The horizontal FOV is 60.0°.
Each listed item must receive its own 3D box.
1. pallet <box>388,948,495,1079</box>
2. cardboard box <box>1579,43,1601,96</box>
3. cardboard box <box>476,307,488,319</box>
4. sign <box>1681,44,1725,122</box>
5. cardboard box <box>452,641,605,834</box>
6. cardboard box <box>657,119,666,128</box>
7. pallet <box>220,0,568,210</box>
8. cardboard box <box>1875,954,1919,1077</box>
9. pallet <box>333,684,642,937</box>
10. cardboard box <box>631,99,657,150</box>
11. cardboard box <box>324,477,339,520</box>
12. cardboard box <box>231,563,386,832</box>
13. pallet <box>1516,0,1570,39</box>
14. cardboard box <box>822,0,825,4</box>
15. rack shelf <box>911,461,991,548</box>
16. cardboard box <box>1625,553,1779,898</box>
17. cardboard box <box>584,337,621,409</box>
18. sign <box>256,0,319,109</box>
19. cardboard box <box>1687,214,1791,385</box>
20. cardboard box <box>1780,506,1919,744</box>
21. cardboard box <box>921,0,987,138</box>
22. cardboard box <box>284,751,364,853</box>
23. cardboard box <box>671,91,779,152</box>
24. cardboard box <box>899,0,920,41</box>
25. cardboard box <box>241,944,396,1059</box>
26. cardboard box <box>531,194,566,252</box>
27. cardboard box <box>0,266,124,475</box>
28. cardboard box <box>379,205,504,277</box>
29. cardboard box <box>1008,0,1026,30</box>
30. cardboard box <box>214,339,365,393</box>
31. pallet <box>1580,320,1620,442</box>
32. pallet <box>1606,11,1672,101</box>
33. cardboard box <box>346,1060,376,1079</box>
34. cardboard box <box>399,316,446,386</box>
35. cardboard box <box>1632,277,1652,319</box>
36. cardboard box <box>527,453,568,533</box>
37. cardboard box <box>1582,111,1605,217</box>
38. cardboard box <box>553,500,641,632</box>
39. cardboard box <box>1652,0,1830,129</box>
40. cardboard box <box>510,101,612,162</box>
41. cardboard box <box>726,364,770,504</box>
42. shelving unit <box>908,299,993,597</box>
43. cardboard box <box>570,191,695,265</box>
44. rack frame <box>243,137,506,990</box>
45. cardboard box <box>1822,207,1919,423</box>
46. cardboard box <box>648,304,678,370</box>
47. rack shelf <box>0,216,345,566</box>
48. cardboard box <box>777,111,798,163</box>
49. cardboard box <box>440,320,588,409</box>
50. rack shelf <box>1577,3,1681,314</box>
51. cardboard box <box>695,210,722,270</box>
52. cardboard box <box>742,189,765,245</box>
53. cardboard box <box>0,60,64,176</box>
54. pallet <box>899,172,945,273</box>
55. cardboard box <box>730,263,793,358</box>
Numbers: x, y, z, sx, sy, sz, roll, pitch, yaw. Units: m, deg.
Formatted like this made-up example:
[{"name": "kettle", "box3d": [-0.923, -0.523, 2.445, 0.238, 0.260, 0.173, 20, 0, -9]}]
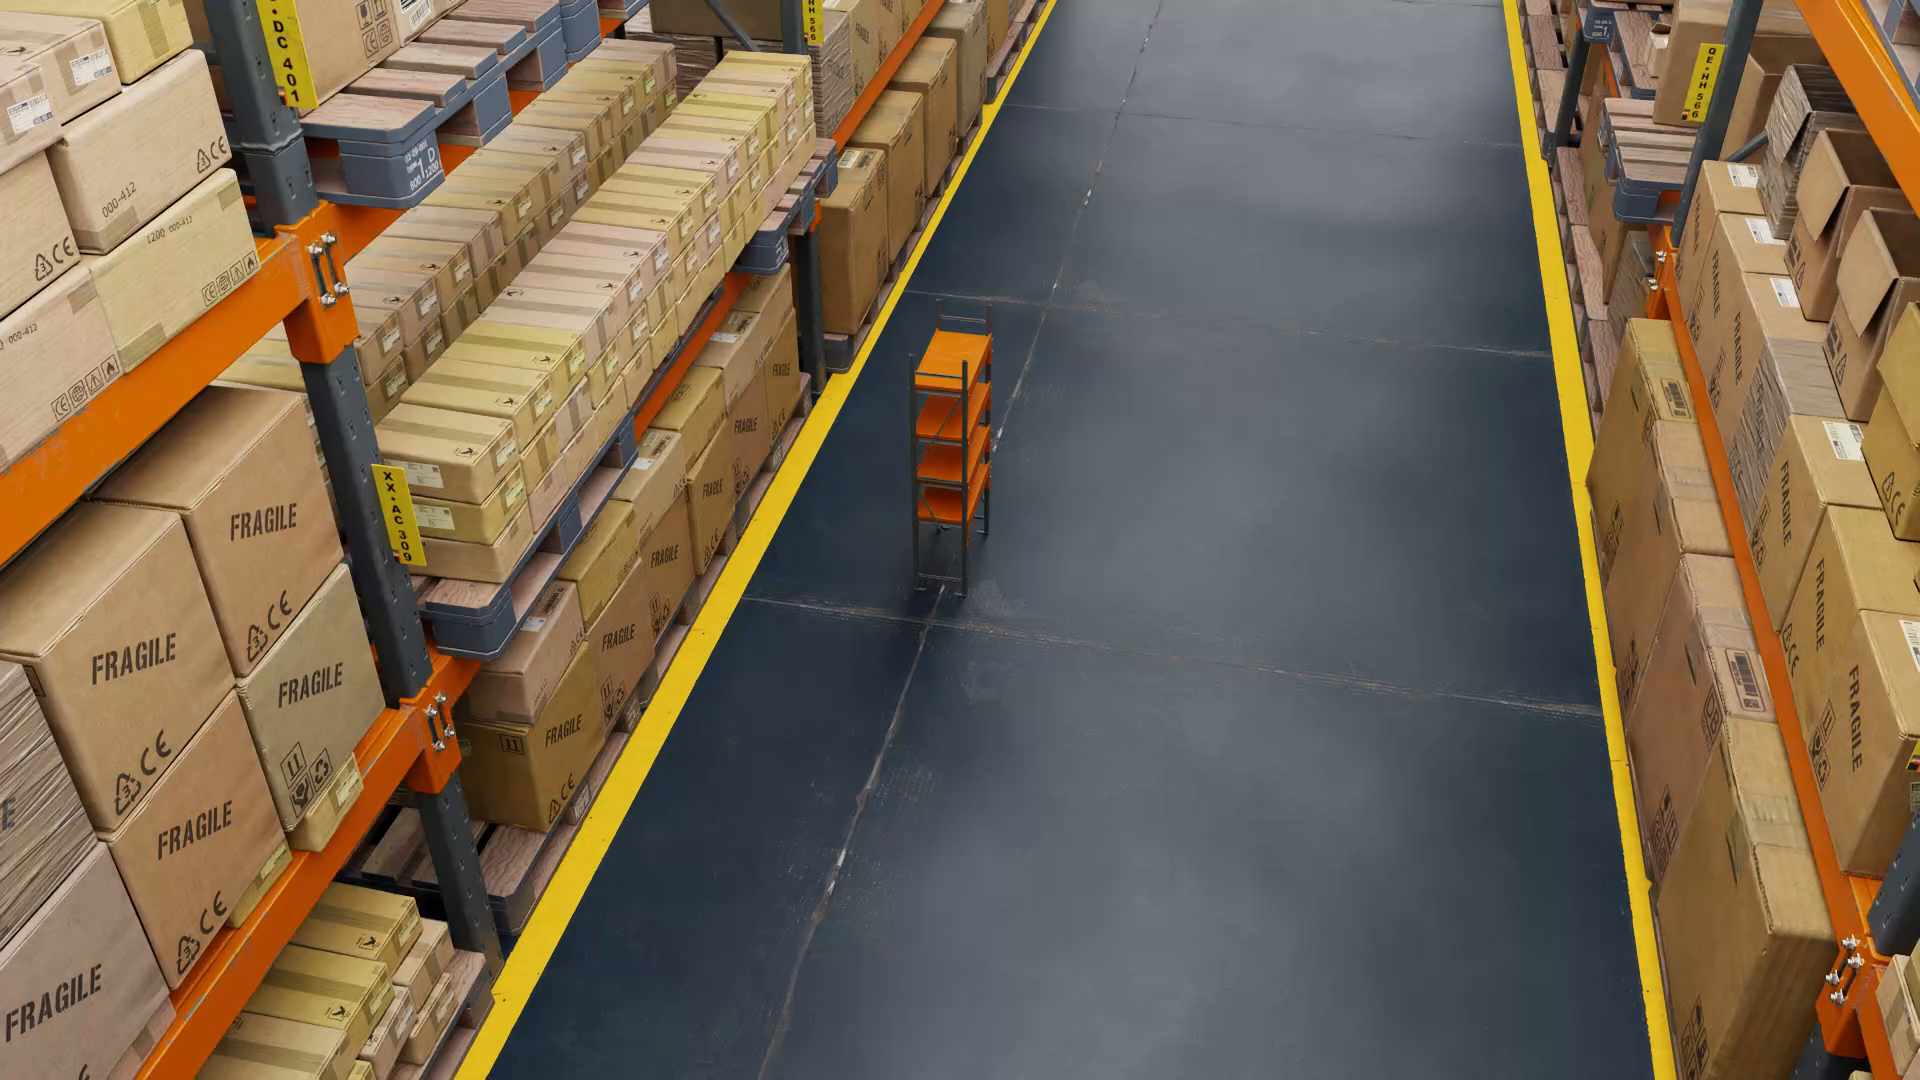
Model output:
[{"name": "pallet", "box3d": [-2.176, 1.740, 5.169, 1.003, 0.211, 1.213, 7, 37, 10]}, {"name": "cardboard box", "box3d": [4.705, -3.397, 11.653, 0.500, 0.500, 0.500, 19, 40, 24]}, {"name": "cardboard box", "box3d": [-1.901, -0.846, 6.218, 0.380, 0.149, 0.250, 9, 37, 12]}, {"name": "sign", "box3d": [3.079, -1.891, 6.884, 0.100, 0.325, 0.005, 7, 37, 10]}, {"name": "cardboard box", "box3d": [-1.651, 0.673, 6.037, 0.500, 0.500, 0.500, 9, 37, 12]}, {"name": "cardboard box", "box3d": [-1.506, -1.909, 7.684, 0.380, 0.149, 0.250, 7, 36, 9]}, {"name": "pallet", "box3d": [-1.832, -1.257, 4.533, 1.213, 0.211, 1.003, 7, 37, 10]}, {"name": "cardboard box", "box3d": [2.368, 1.131, 3.848, 0.380, 0.149, 0.250, 7, 37, 10]}, {"name": "pallet", "box3d": [-1.903, 0.904, 6.323, 1.003, 0.211, 1.213, 7, 37, 10]}, {"name": "cardboard box", "box3d": [-1.568, -1.853, 7.353, 0.380, 0.149, 0.250, 9, 37, 12]}, {"name": "cardboard box", "box3d": [-2.176, -0.099, 5.187, 0.380, 0.149, 0.250, 7, 36, 9]}, {"name": "cardboard box", "box3d": [-1.895, 0.373, 4.340, 0.500, 0.500, 0.500, 7, 37, 10]}, {"name": "pallet", "box3d": [5.095, -4.344, 13.564, 1.003, 0.211, 1.213, 7, 37, 10]}, {"name": "cardboard box", "box3d": [-1.001, -3.063, 8.483, 0.700, 0.500, 0.500, 7, 36, 9]}, {"name": "rack shelf", "box3d": [-0.035, -0.176, 7.423, 0.258, 0.148, 0.480, 7, 37, 10]}, {"name": "cardboard box", "box3d": [3.064, 0.710, 5.667, 1.225, 0.875, 0.875, 6, 36, 8]}, {"name": "cardboard box", "box3d": [-1.371, -0.581, 5.599, 0.380, 0.149, 0.250, 6, 36, 8]}, {"name": "sign", "box3d": [-1.536, -1.139, 3.768, 0.100, 0.325, 0.005, 7, 37, 10]}, {"name": "cardboard box", "box3d": [3.133, -0.892, 6.339, 0.500, 0.500, 0.500, 6, 36, 9]}, {"name": "cardboard box", "box3d": [2.702, 0.276, 4.728, 0.500, 0.500, 0.500, 8, 37, 11]}, {"name": "cardboard box", "box3d": [-0.404, -3.257, 11.247, 1.050, 0.750, 0.750, 7, 37, 10]}, {"name": "cardboard box", "box3d": [-1.848, 0.678, 4.473, 0.380, 0.149, 0.250, 6, 36, 9]}, {"name": "cardboard box", "box3d": [-0.982, -1.748, 6.956, 0.380, 0.149, 0.250, 8, 37, 11]}, {"name": "cardboard box", "box3d": [-0.531, -3.202, 9.526, 0.500, 0.500, 0.500, 7, 37, 9]}, {"name": "cardboard box", "box3d": [-1.905, 1.353, 4.891, 0.380, 0.149, 0.250, 8, 37, 11]}, {"name": "cardboard box", "box3d": [-1.786, -1.270, 6.549, 0.380, 0.149, 0.250, 7, 37, 10]}, {"name": "cardboard box", "box3d": [-2.027, -0.332, 3.224, 0.500, 0.250, 0.500, 7, 37, 10]}, {"name": "cardboard box", "box3d": [-1.893, -1.089, 6.046, 0.380, 0.149, 0.250, 6, 36, 8]}, {"name": "cardboard box", "box3d": [0.033, -4.544, 12.916, 0.875, 0.875, 0.875, 8, 37, 10]}, {"name": "cardboard box", "box3d": [-2.116, -0.496, 5.228, 0.380, 0.149, 0.250, 6, 36, 9]}, {"name": "pallet", "box3d": [3.779, -0.711, 8.551, 1.003, 0.211, 1.213, 7, 37, 10]}, {"name": "pallet", "box3d": [3.994, -2.454, 8.744, 1.003, 0.211, 1.213, 7, 37, 10]}, {"name": "cardboard box", "box3d": [-1.910, 1.618, 4.779, 0.380, 0.149, 0.250, 6, 36, 8]}, {"name": "cardboard box", "box3d": [-2.010, -0.670, 5.722, 0.380, 0.149, 0.250, 6, 36, 8]}, {"name": "cardboard box", "box3d": [3.734, -0.945, 8.252, 0.700, 0.500, 0.500, 5, 36, 8]}, {"name": "cardboard box", "box3d": [-1.481, -0.175, 5.291, 0.380, 0.149, 0.250, 8, 37, 11]}, {"name": "cardboard box", "box3d": [4.193, -2.231, 10.027, 0.700, 0.500, 0.500, 7, 37, 10]}, {"name": "cardboard box", "box3d": [-1.540, 0.064, 6.239, 0.500, 0.250, 0.500, 8, 37, 11]}, {"name": "cardboard box", "box3d": [3.709, -2.250, 7.855, 0.700, 0.500, 0.500, 13, 38, 17]}, {"name": "cardboard box", "box3d": [-1.670, -1.694, 6.880, 0.380, 0.149, 0.250, 6, 36, 8]}, {"name": "cardboard box", "box3d": [-1.213, -0.522, 7.687, 0.500, 0.500, 0.500, 9, 37, 12]}, {"name": "shelving unit", "box3d": [-0.035, -0.391, 7.267, 0.258, 1.200, 0.503, 7, 37, 10]}, {"name": "cardboard box", "box3d": [-1.205, -1.152, 6.133, 0.380, 0.149, 0.250, 8, 37, 11]}, {"name": "rack frame", "box3d": [-2.068, 0.222, 4.888, 1.000, 3.000, 0.127, 7, 37, 10]}, {"name": "cardboard box", "box3d": [3.160, -0.663, 5.169, 0.797, 0.503, 0.637, 8, 37, 11]}, {"name": "cardboard box", "box3d": [-1.260, -0.764, 6.104, 0.380, 0.149, 0.250, 7, 36, 9]}, {"name": "rack shelf", "box3d": [-2.495, 0.445, 2.637, 1.077, 0.370, 4.000, 7, 37, 10]}, {"name": "cardboard box", "box3d": [-0.929, -1.767, 7.234, 0.380, 0.149, 0.250, 9, 37, 12]}, {"name": "cardboard box", "box3d": [-1.423, -0.563, 5.320, 0.380, 0.149, 0.250, 8, 37, 10]}, {"name": "rack shelf", "box3d": [4.038, -2.247, 8.908, 1.077, 0.370, 4.000, 7, 37, 10]}, {"name": "cardboard box", "box3d": [-1.147, -1.180, 6.425, 0.380, 0.149, 0.250, 8, 37, 11]}, {"name": "cardboard box", "box3d": [-1.036, -1.367, 6.937, 0.380, 0.149, 0.250, 7, 36, 9]}, {"name": "cardboard box", "box3d": [-1.925, -0.784, 3.082, 0.380, 0.149, 0.250, 7, 37, 10]}, {"name": "pallet", "box3d": [-0.708, -2.082, 10.443, 1.003, 0.211, 1.213, 7, 37, 10]}, {"name": "cardboard box", "box3d": [-1.103, -1.108, 7.856, 0.500, 0.250, 0.500, 6, 36, 9]}]
